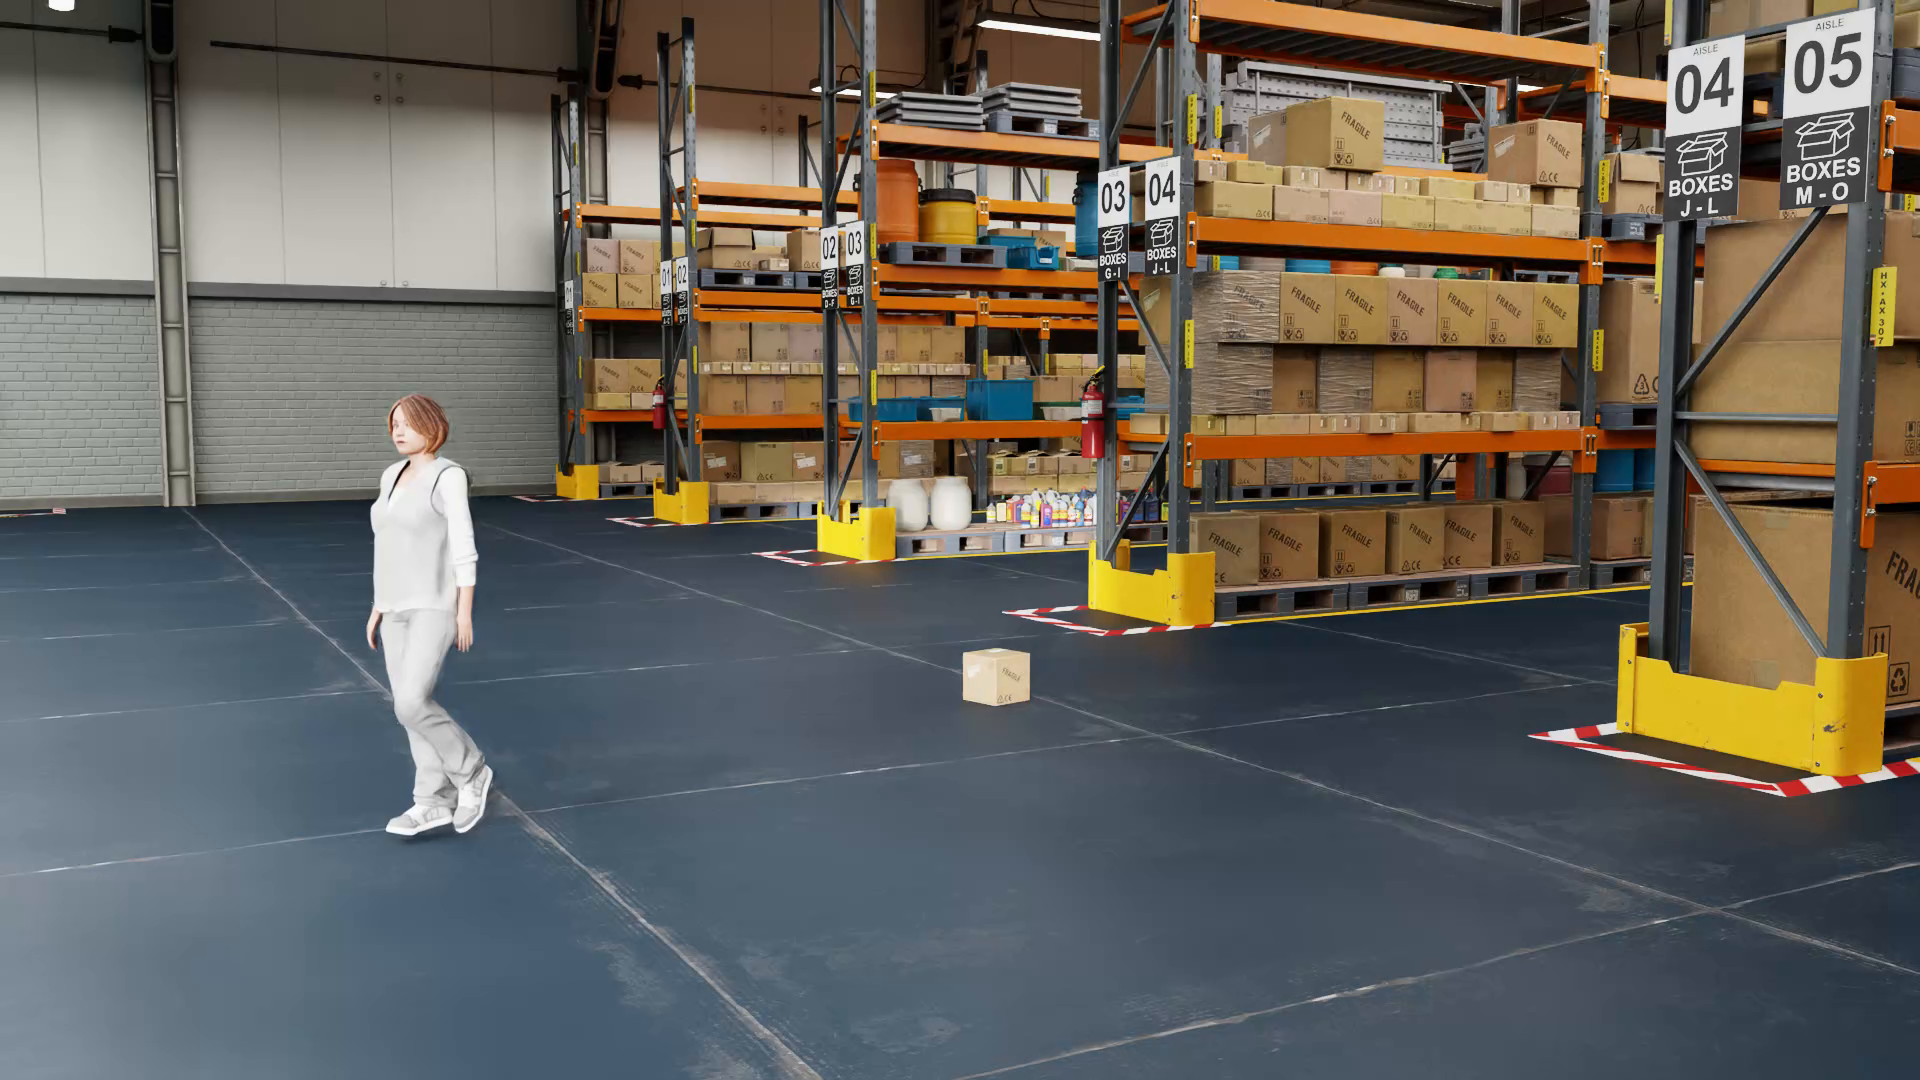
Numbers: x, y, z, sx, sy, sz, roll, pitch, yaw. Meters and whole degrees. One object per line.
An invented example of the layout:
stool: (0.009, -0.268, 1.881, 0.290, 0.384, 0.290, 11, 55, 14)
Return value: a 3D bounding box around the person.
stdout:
person: (-1.943, 0.270, 5.999, 0.412, 1.590, 0.410, 4, 6, 34)
